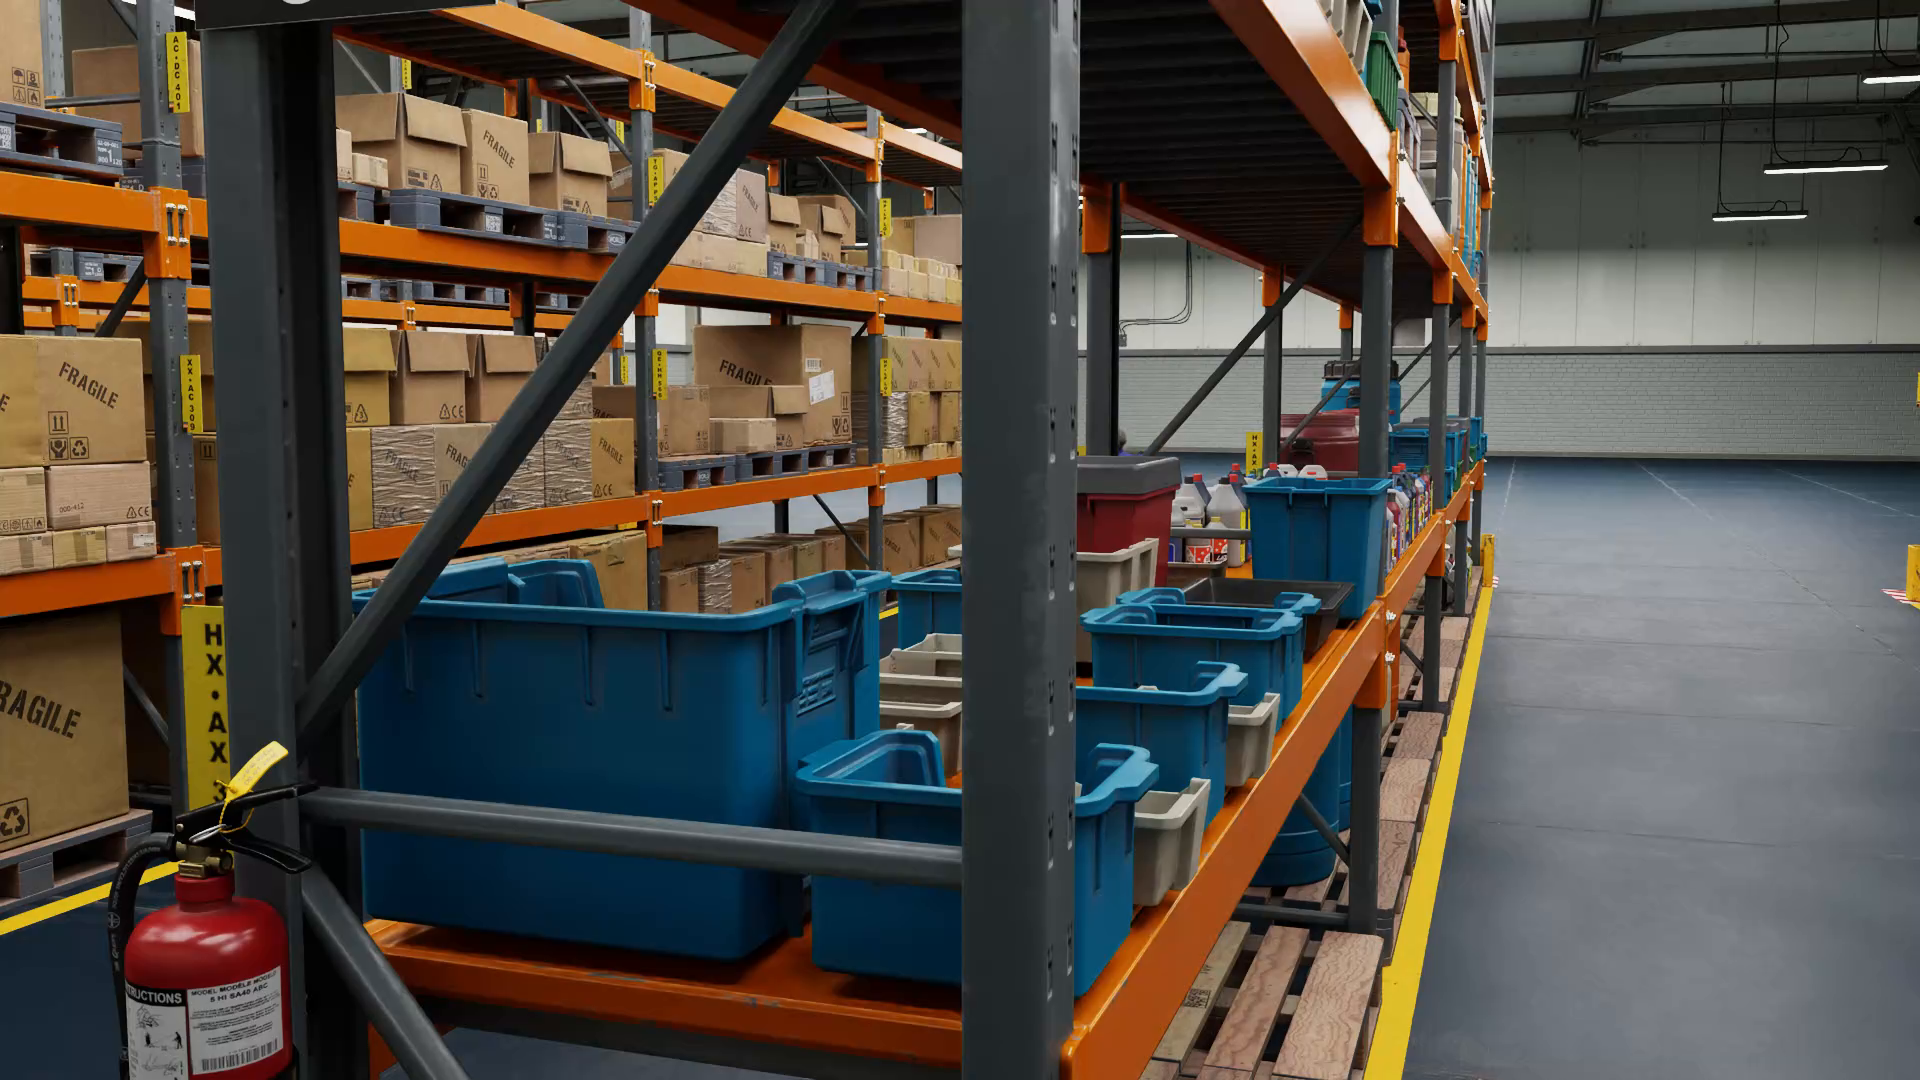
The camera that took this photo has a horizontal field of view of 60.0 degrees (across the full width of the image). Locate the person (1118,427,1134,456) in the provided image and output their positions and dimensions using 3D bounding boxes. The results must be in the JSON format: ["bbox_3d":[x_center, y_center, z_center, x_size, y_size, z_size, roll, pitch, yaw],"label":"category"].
[{"bbox_3d":[1.495,-0.274,15.907,0.594,1.617,0.476,0,5,5],"label":"person"}]
